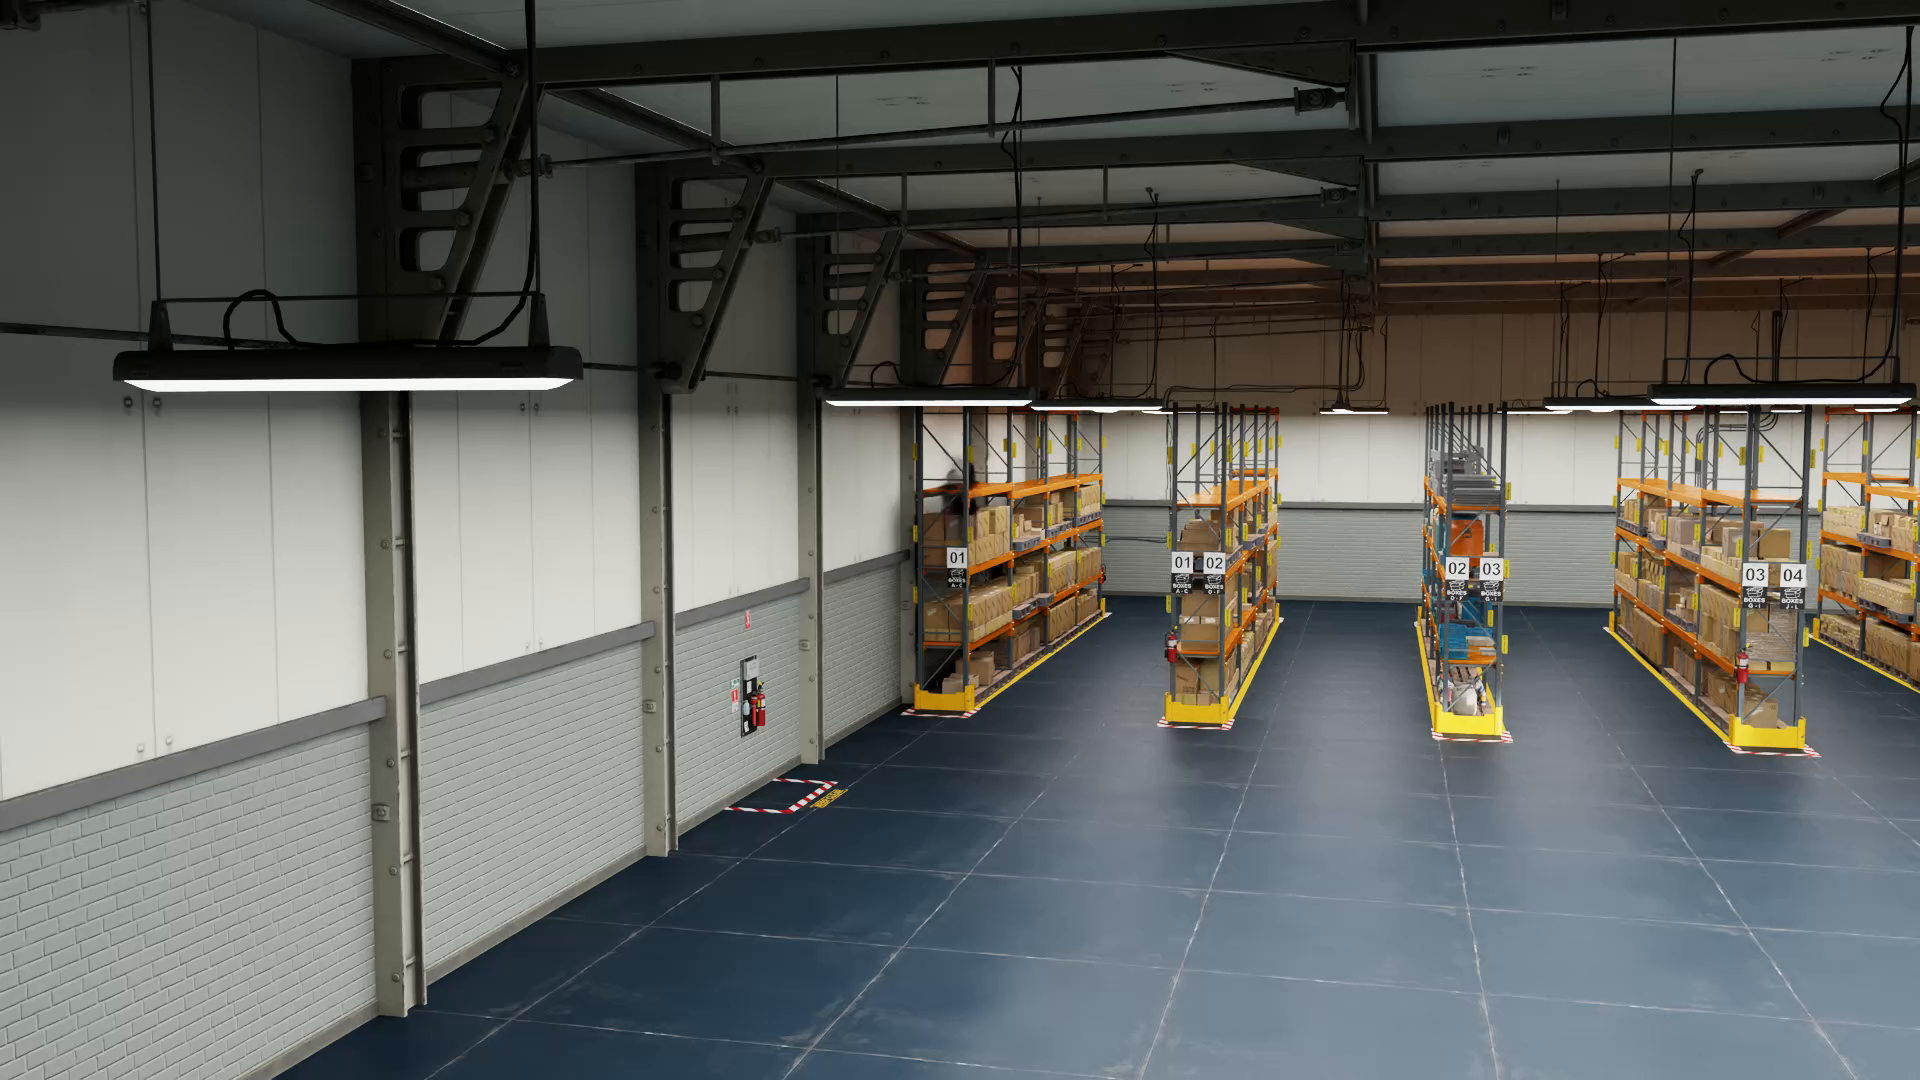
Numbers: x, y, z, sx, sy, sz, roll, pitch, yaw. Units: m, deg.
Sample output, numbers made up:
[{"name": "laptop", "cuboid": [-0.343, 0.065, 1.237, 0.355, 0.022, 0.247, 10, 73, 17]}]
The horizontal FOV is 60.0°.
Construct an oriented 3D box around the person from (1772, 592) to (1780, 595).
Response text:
[{"name": "person", "cuboid": [21.334, 1.625, 43.763, 0.854, 1.790, 0.707, -2, 5, -29]}]
